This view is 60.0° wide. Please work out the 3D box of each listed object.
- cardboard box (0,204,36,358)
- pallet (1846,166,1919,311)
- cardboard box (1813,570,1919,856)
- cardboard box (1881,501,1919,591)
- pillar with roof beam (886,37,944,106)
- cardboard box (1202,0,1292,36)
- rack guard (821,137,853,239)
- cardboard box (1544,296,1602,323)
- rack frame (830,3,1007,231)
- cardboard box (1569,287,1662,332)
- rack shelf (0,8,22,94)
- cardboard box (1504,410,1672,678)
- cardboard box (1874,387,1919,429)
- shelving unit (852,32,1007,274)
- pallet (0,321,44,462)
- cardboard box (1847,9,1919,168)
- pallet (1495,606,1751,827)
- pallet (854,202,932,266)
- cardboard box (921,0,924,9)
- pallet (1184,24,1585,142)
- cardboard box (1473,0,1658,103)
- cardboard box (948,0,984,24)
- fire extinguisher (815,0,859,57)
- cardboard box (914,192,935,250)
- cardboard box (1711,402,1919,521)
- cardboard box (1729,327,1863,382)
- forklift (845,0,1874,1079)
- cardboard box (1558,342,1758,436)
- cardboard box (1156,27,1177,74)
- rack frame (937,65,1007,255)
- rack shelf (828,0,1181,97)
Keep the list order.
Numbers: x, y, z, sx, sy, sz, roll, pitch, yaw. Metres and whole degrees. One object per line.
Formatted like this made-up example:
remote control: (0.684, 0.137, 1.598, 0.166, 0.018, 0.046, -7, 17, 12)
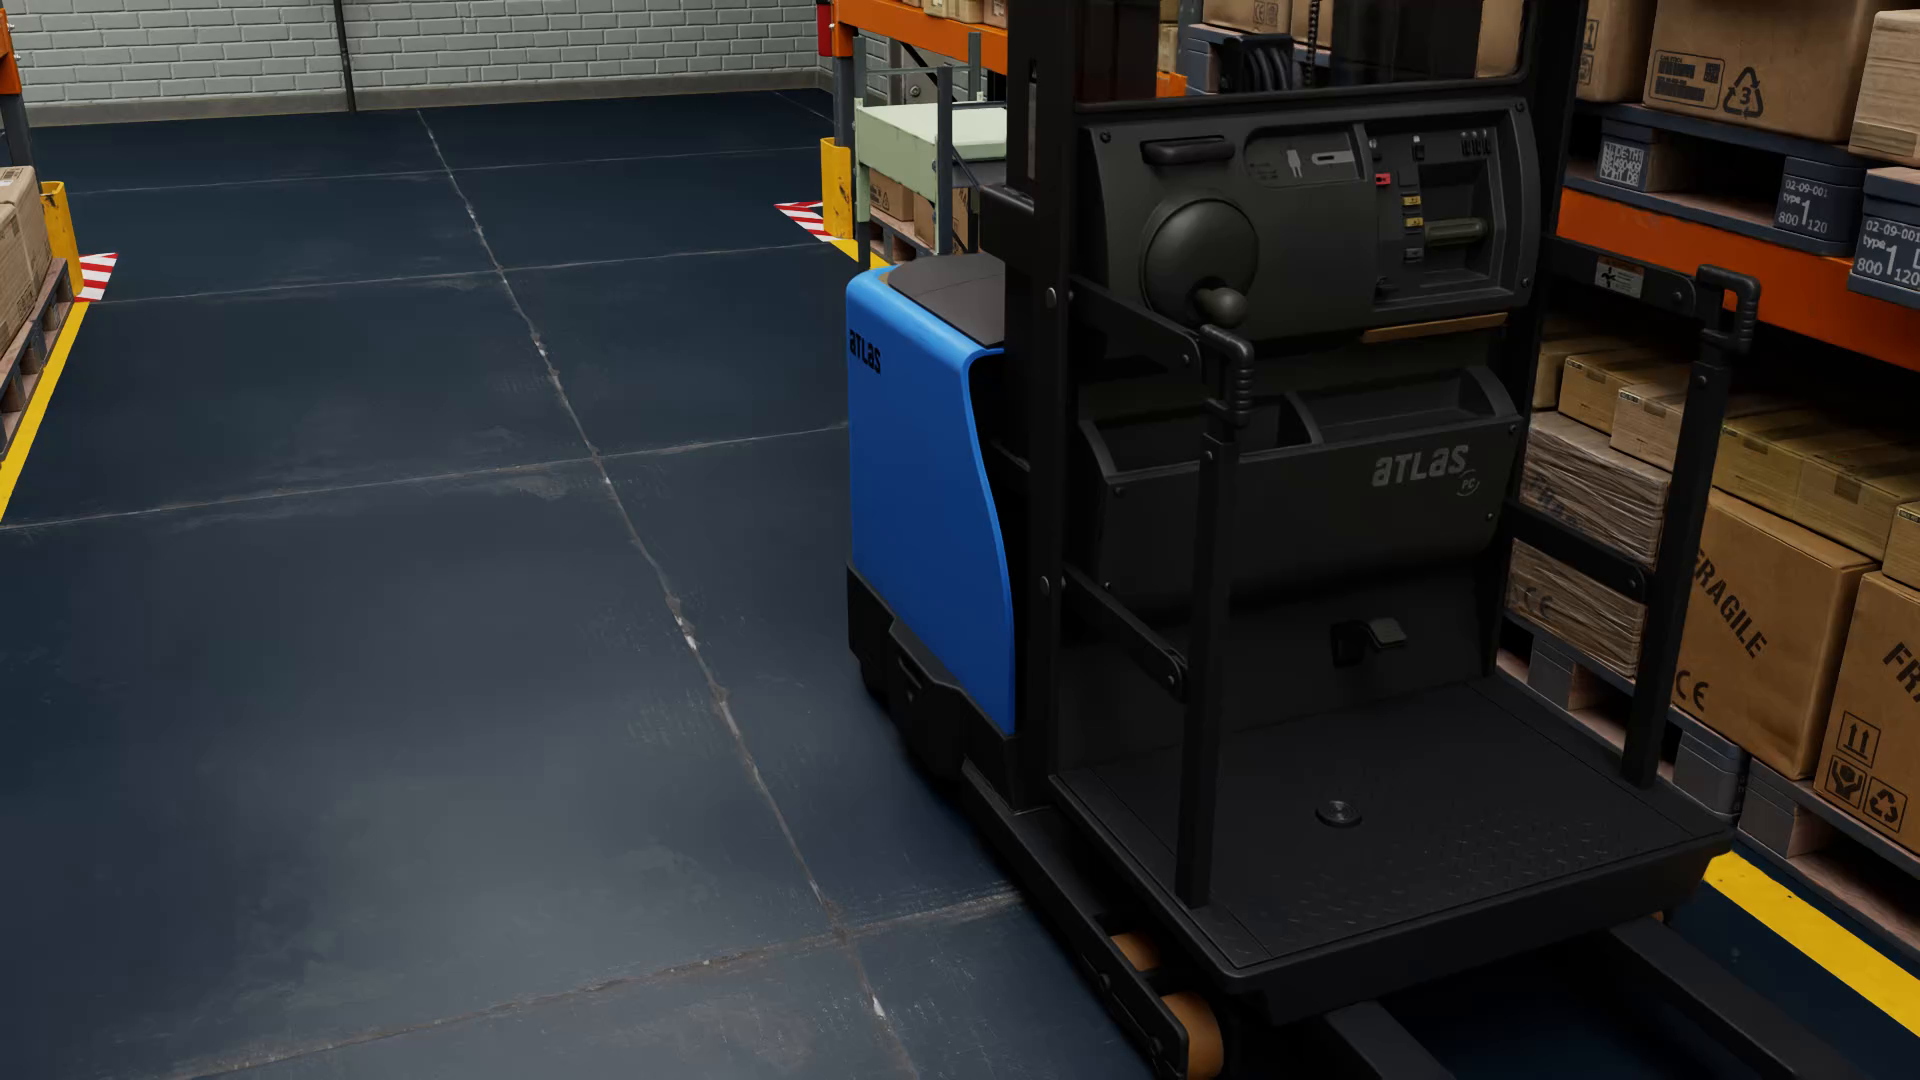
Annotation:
cardboard box: (-4.198, -0.982, 6.477, 0.875, 0.438, 0.875, -8, 24, -18)
pallet: (2.308, -0.451, 2.705, 1.213, 0.211, 1.003, -8, 24, -19)
cardboard box: (2.095, 0.348, 3.239, 0.500, 0.500, 0.500, -9, 24, -20)
cardboard box: (2.024, 0.015, 3.194, 0.380, 0.149, 0.250, -9, 25, -21)
pillar with roof beam: (-4.350, -6.487, 9.054, 9.100, 9.000, 0.400, -8, 24, -19)
cardboard box: (1.161, -1.789, 4.963, 0.700, 0.500, 0.500, -8, 24, -18)
rack guard: (-0.186, -2.030, 9.423, 1.175, 0.500, 0.348, -8, 24, -19)
cardboard box: (1.512, -0.554, 4.546, 0.380, 0.149, 0.250, -8, 24, -19)
rack frame: (-0.213, -3.209, 9.003, 1.000, 3.000, 0.127, -8, 24, -19)
cardboard box: (1.953, -0.624, 4.710, 0.380, 0.149, 0.250, -8, 24, -18)
rack shelf: (-4.149, -1.469, 5.799, 1.077, 0.370, 4.000, -8, 24, -19)
cardboard box: (1.707, -0.028, 4.131, 0.500, 0.500, 0.500, -9, 25, -21)
cardboard box: (2.342, -0.255, 3.835, 0.380, 0.149, 0.250, -9, 24, -20)
shelving unit: (0.002, -0.689, 4.953, 0.431, 1.500, 0.755, -8, 24, -19)
pallet: (-4.073, -0.520, 6.211, 1.003, 0.211, 1.213, -8, 24, -19)
cardboard box: (1.937, -0.766, 2.858, 0.500, 0.250, 0.500, -10, 25, -21)
pallet: (1.957, 0.263, 4.354, 1.003, 0.211, 1.213, -8, 24, -19)
pallet: (0.096, -1.607, 8.792, 1.003, 0.211, 1.213, -8, 24, -19)
cardboard box: (0.036, -2.564, 7.794, 0.380, 0.149, 0.250, -8, 24, -18)
pallet: (1.380, -1.362, 4.867, 1.003, 0.211, 1.213, -8, 24, -19)
cardboard box: (1.622, -1.316, 3.840, 0.700, 0.500, 0.500, -8, 24, -19)
cardboard box: (0.167, -2.369, 7.332, 0.380, 0.149, 0.250, -8, 24, -18)
fire extinguisher: (-0.698, -2.992, 9.066, 0.296, 0.674, 0.183, -8, 24, -19)
cardboard box: (0.180, -1.700, 8.099, 0.700, 0.500, 0.500, -7, 24, -17)
cardboard box: (1.885, -0.177, 3.651, 0.380, 0.149, 0.250, -9, 24, -20)
cardboard box: (2.158, -0.442, 4.279, 0.380, 0.149, 0.250, -9, 25, -21)
forklift: (0.747, -0.570, 2.829, 1.130, 2.935, 3.031, -9, 25, -21)
cardboard box: (1.720, -0.370, 4.108, 0.380, 0.149, 0.250, -8, 24, -19)
cardboard box: (0.851, -1.721, 5.796, 0.380, 0.149, 0.250, -8, 24, -18)
rack frame: (0.132, -0.556, 4.637, 0.400, 1.500, 0.023, -8, 24, -19)
rack shelf: (0.493, -2.151, 7.418, 1.077, 0.370, 4.000, -8, 24, -19)
